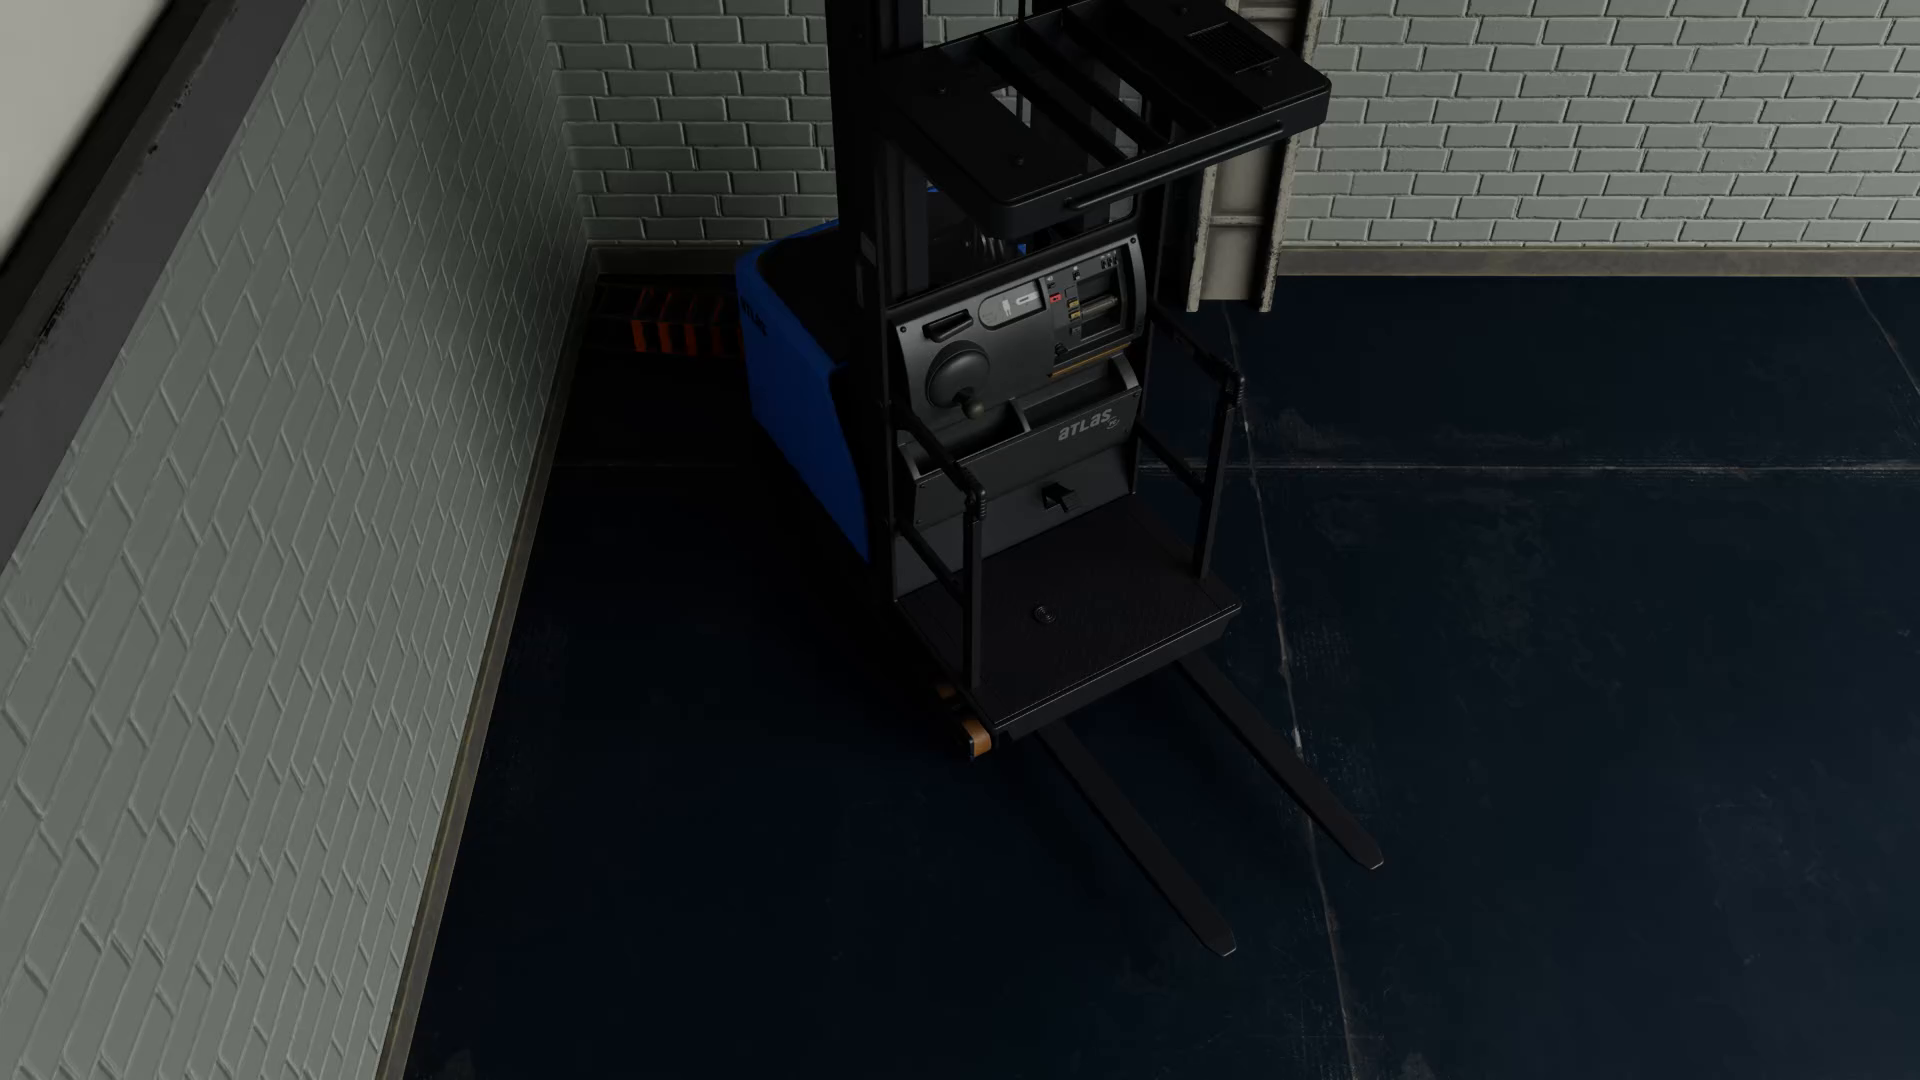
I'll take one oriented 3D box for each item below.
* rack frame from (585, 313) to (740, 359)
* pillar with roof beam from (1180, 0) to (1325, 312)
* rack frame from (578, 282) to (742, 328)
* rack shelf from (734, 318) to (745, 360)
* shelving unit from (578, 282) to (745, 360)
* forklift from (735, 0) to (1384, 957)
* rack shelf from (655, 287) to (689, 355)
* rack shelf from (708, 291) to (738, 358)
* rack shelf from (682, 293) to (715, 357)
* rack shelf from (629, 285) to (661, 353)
[{"bbox_3d":[-1.096,-0.915,7.593,1.200,0.006,0.240,5,47,5],"label":"rack frame"},{"bbox_3d":[1.231,-1.091,1.617,0.400,9.000,9.100,0,47,0],"label":"pillar with roof beam"},{"bbox_3d":[-1.097,-1.040,7.459,1.200,0.006,0.240,5,47,5],"label":"rack frame"},{"bbox_3d":[-0.934,-0.964,7.512,0.103,0.180,0.258,5,47,5],"label":"rack shelf"},{"bbox_3d":[-1.097,-0.978,7.526,1.200,0.189,0.258,5,47,5],"label":"shelving unit"},{"bbox_3d":[0.323,-0.609,5.315,1.130,2.935,3.031,-24,52,-21],"label":"forklift"},{"bbox_3d":[-1.291,-0.994,7.543,0.103,0.180,0.258,5,47,5],"label":"rack shelf"},{"bbox_3d":[-1.053,-0.974,7.522,0.103,0.180,0.258,5,47,5],"label":"rack shelf"},{"bbox_3d":[-1.172,-0.984,7.533,0.103,0.180,0.258,5,47,5],"label":"rack shelf"},{"bbox_3d":[-1.410,-1.004,7.553,0.103,0.180,0.258,5,47,5],"label":"rack shelf"}]
